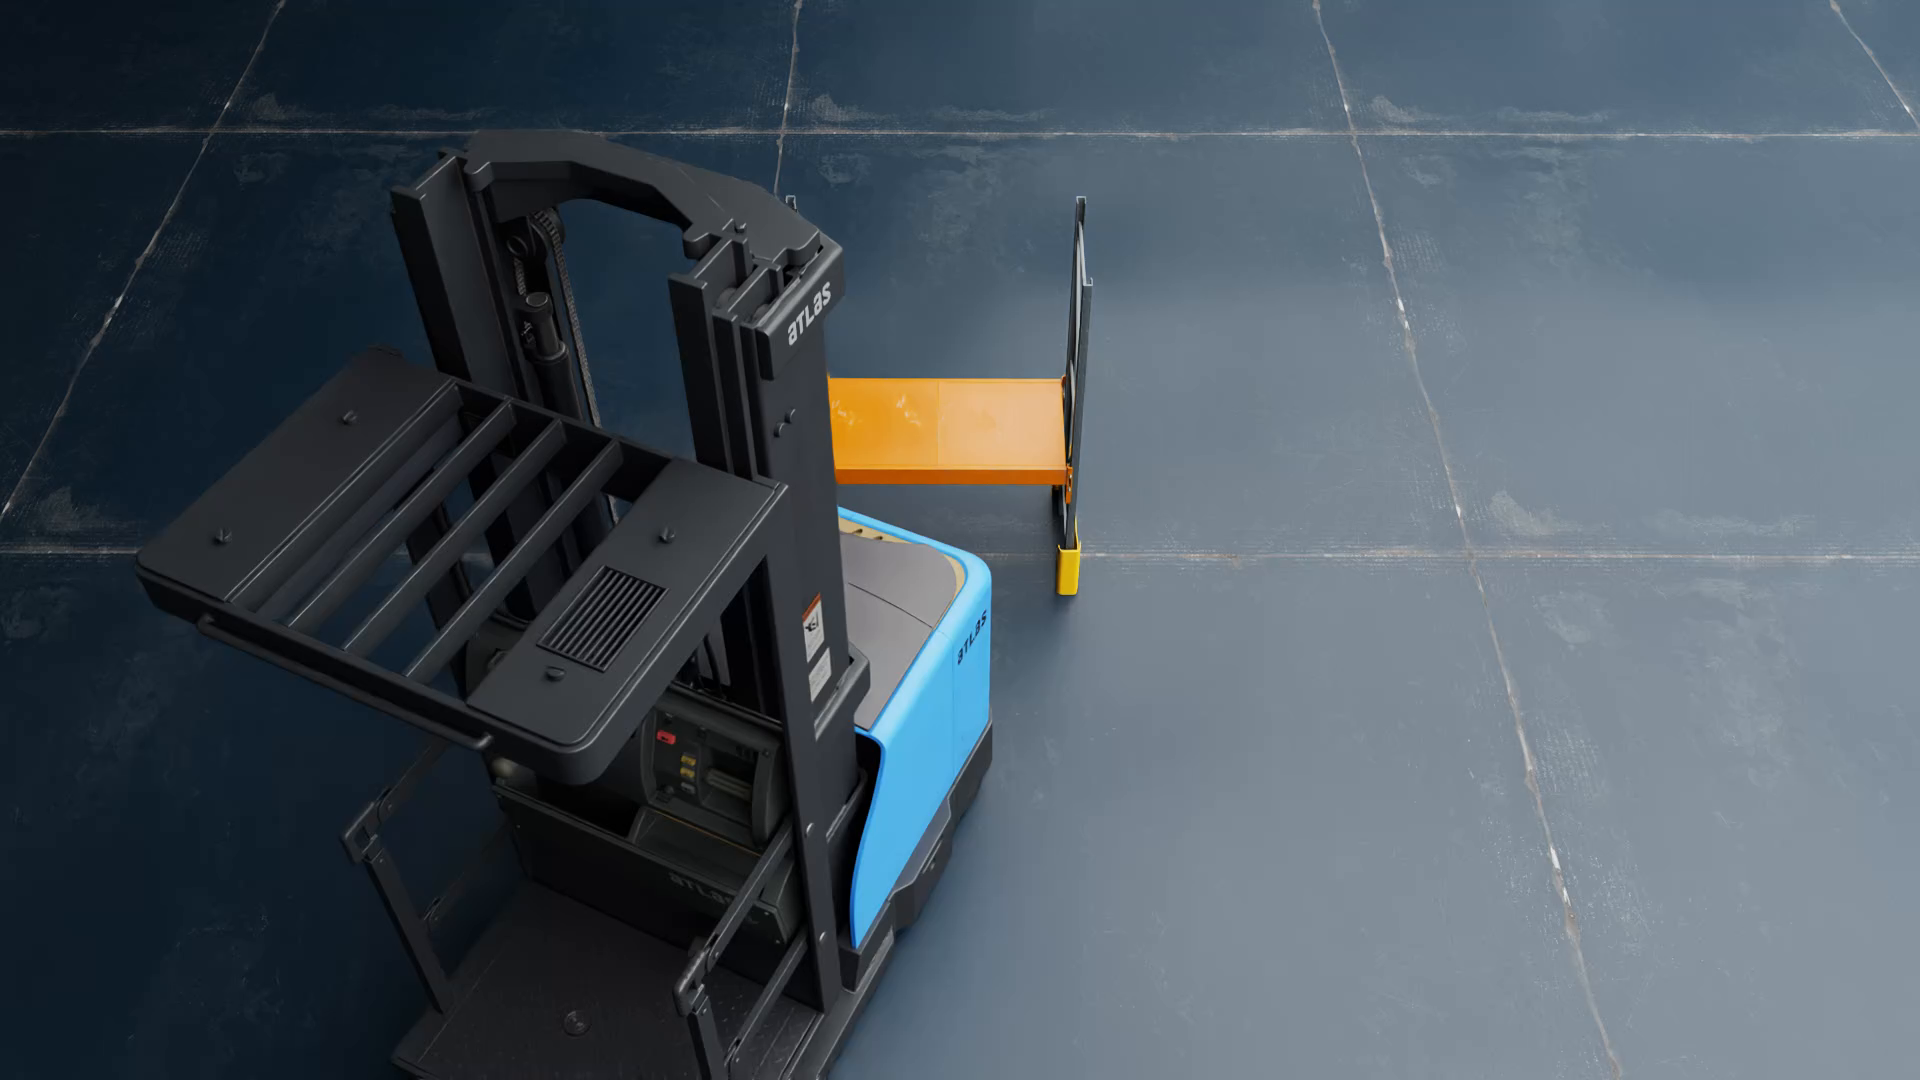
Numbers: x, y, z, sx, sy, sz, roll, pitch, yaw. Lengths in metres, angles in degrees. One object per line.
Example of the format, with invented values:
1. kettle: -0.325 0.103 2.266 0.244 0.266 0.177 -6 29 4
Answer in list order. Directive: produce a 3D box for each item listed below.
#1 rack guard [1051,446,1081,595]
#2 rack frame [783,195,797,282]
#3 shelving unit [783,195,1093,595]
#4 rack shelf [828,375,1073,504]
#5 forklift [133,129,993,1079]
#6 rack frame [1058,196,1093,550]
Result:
1. rack guard: 0.422 -0.084 6.657 0.087 0.250 0.587 0 47 0
2. rack frame: -0.594 -0.513 6.203 0.032 1.500 0.500 0 47 0
3. shelving unit: -0.076 -0.511 6.201 1.083 1.500 0.587 0 47 0
4. rack shelf: -0.085 -0.389 6.333 1.000 0.185 0.538 0 47 0
5. forklift: -0.976 0.617 4.173 1.130 2.935 3.031 19 50 17
6. rack frame: 0.423 -0.510 6.200 0.032 1.500 0.500 0 47 0
